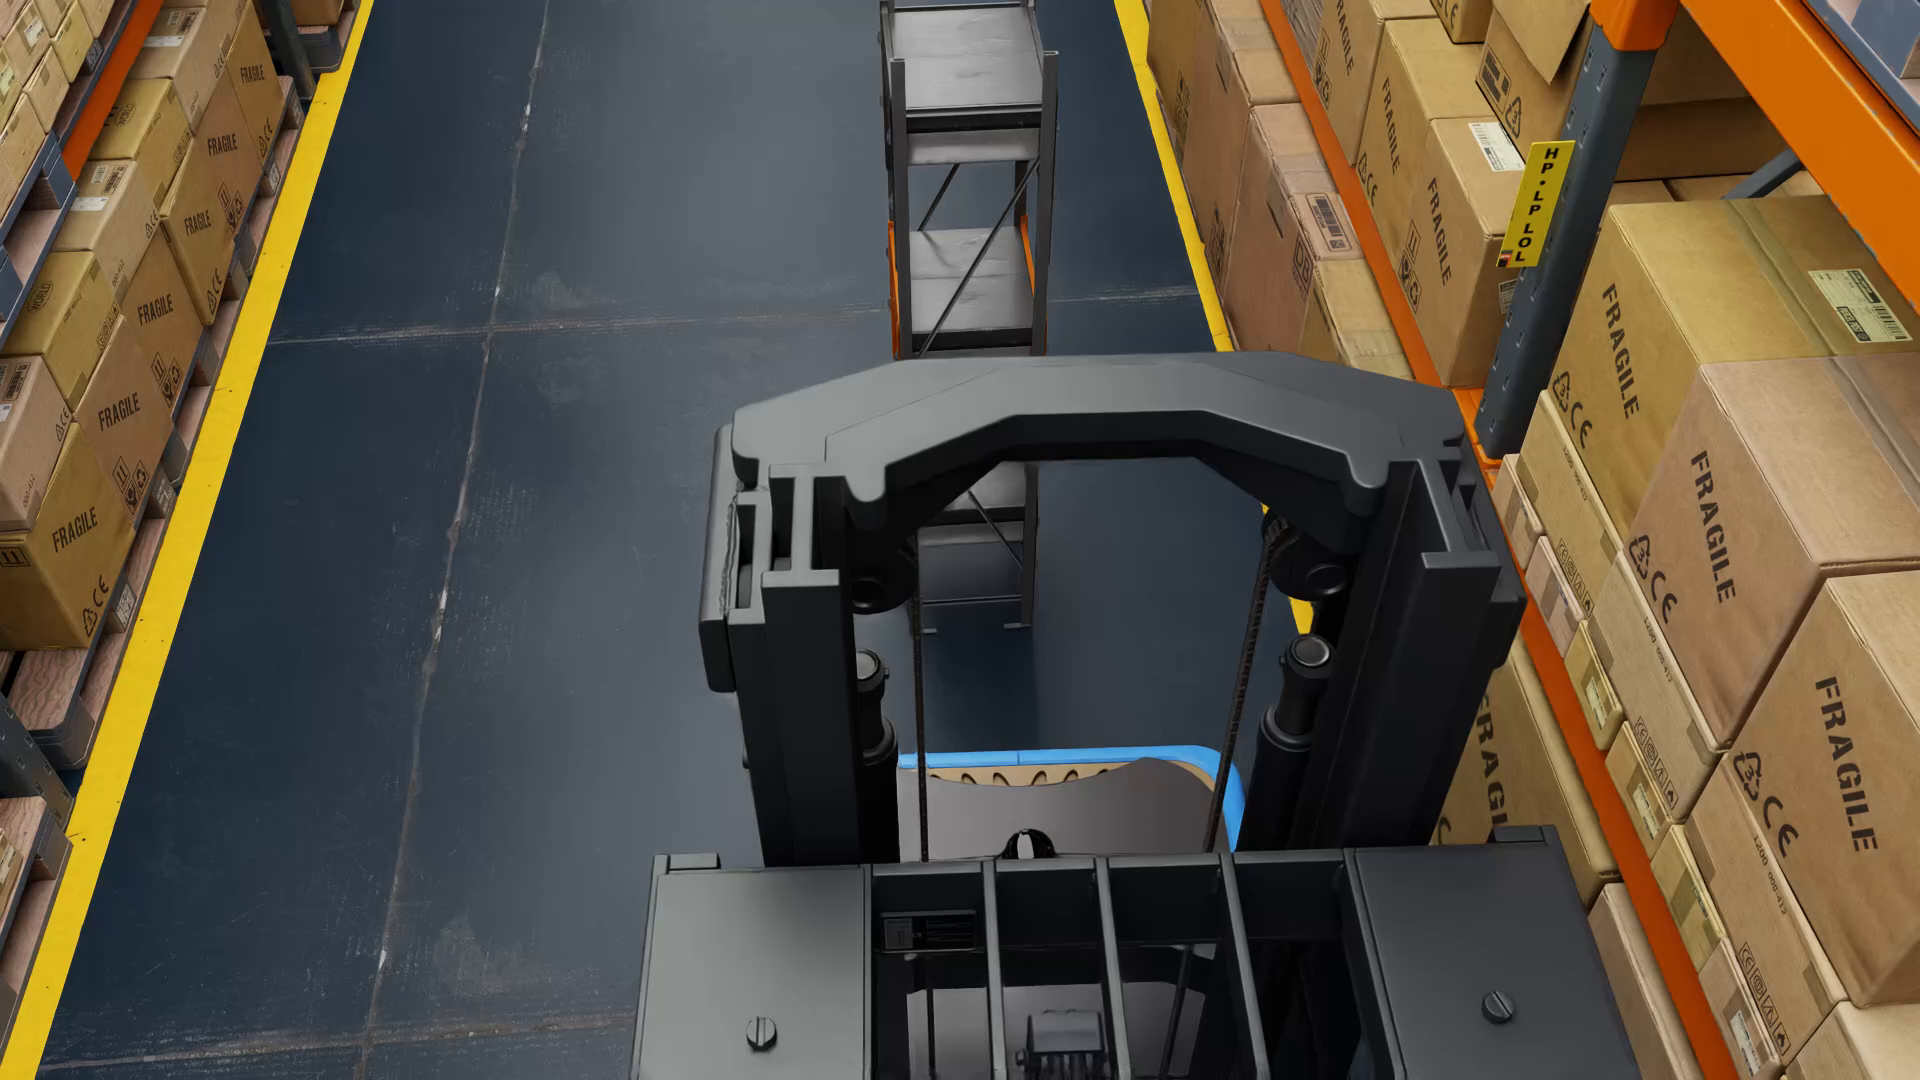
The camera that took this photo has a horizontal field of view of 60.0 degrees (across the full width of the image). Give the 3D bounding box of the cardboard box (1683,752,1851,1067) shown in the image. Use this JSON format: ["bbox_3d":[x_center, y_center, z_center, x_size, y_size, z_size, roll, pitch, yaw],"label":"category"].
[{"bbox_3d":[1.662,0.642,2.975,0.500,0.250,0.500,-2,47,-2],"label":"cardboard box"}]

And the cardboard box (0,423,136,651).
[{"bbox_3d":[-2.951,-0.005,5.121,0.500,0.500,0.500,-2,47,-2],"label":"cardboard box"}]

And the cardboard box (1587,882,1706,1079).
[{"bbox_3d":[1.849,1.322,3.606,0.875,0.875,0.875,-3,47,-3],"label":"cardboard box"}]

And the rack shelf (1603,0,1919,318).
[{"bbox_3d":[1.965,0.265,1.863,1.077,0.370,4.000,-3,47,-3],"label":"rack shelf"}]

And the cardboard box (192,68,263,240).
[{"bbox_3d":[-3.133,-1.512,6.549,0.500,0.500,0.500,-2,47,-2],"label":"cardboard box"}]

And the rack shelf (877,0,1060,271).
[{"bbox_3d":[0.014,-1.074,4.376,0.431,0.518,0.480,-3,47,-3],"label":"rack shelf"}]

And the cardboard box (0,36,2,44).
[{"bbox_3d":[-2.794,-1.313,4.402,0.380,0.149,0.250,-4,47,-4],"label":"cardboard box"}]

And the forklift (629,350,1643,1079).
[{"bbox_3d":[0.188,1.285,2.514,1.130,2.935,3.031,-2,47,-2],"label":"forklift"}]

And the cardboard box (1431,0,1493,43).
[{"bbox_3d":[1.690,-1.736,4.569,0.797,0.503,0.637,-3,47,-3],"label":"cardboard box"}]

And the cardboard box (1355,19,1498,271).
[{"bbox_3d":[1.452,-1.113,4.669,0.500,0.500,0.500,-2,47,-2],"label":"cardboard box"}]

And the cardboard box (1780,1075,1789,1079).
[{"bbox_3d":[1.623,1.050,2.862,0.380,0.149,0.250,-5,47,-4],"label":"cardboard box"}]

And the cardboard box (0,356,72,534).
[{"bbox_3d":[-2.952,-0.263,4.849,0.500,0.250,0.500,-5,47,-5],"label":"cardboard box"}]

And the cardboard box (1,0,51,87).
[{"bbox_3d":[-2.820,-1.400,4.689,0.380,0.149,0.250,-2,47,-2],"label":"cardboard box"}]

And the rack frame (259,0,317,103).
[{"bbox_3d":[-3.488,-3.064,6.586,1.000,3.000,0.127,-3,47,-3],"label":"rack frame"}]

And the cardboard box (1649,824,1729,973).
[{"bbox_3d":[1.581,0.678,3.215,0.380,0.149,0.250,-4,47,-4],"label":"cardboard box"}]

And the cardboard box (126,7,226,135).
[{"bbox_3d":[-3.116,-1.763,6.270,0.500,0.250,0.500,-3,47,-3],"label":"cardboard box"}]

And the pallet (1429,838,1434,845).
[{"bbox_3d":[1.784,1.116,4.548,1.003,0.211,1.213,-3,47,-3],"label":"pallet"}]

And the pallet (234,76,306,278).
[{"bbox_3d":[-3.424,-1.539,7.063,1.003,0.211,1.213,-3,47,-3],"label":"pallet"}]

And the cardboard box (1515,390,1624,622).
[{"bbox_3d":[1.576,-0.093,3.670,0.500,0.250,0.500,-4,47,-4],"label":"cardboard box"}]

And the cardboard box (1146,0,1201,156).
[{"bbox_3d":[1.500,-2.205,6.947,1.225,0.875,0.875,-5,47,-5],"label":"cardboard box"}]

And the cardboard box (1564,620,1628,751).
[{"bbox_3d":[1.536,0.303,3.570,0.380,0.149,0.250,-2,47,-2],"label":"cardboard box"}]

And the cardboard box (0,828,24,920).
[{"bbox_3d":[-2.781,0.929,4.478,0.380,0.149,0.250,-3,47,-3],"label":"cardboard box"}]

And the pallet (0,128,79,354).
[{"bbox_3d":[-3.072,-0.666,4.447,1.003,0.211,1.213,-3,47,-3],"label":"pallet"}]

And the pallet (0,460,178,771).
[{"bbox_3d":[-3.220,0.226,5.391,1.003,0.211,1.213,-3,47,-3],"label":"pallet"}]

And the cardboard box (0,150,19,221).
[{"bbox_3d":[-2.774,-0.922,4.441,0.380,0.149,0.250,-3,47,-3],"label":"cardboard box"}]

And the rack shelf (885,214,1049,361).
[{"bbox_3d":[0.014,-0.593,4.884,0.431,0.518,0.480,-3,47,-3],"label":"rack shelf"}]

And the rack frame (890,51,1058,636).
[{"bbox_3d":[0.034,-0.426,4.707,0.400,2.100,0.015,-3,47,-3],"label":"rack frame"}]

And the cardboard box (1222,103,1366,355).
[{"bbox_3d":[1.649,-0.920,5.730,1.225,0.875,0.875,-5,47,-5],"label":"cardboard box"}]

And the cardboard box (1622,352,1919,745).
[{"bbox_3d":[1.617,0.012,3.054,0.500,0.500,0.500,-3,47,-3],"label":"cardboard box"}]

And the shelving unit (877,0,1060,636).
[{"bbox_3d":[0.014,-0.602,4.874,0.431,2.100,0.503,-3,47,-3],"label":"shelving unit"}]

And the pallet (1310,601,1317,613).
[{"bbox_3d":[1.658,0.007,5.598,1.003,0.211,1.213,-3,47,-3],"label":"pallet"}]

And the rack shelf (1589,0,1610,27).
[{"bbox_3d":[1.631,-2.629,4.604,1.077,0.370,4.000,-3,47,-3],"label":"rack shelf"}]

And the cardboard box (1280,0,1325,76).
[{"bbox_3d":[1.364,-1.853,5.370,0.500,0.500,0.500,-3,47,-3],"label":"cardboard box"}]

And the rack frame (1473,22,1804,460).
[{"bbox_3d":[1.798,-0.398,4.061,1.000,3.000,0.127,-3,47,-3],"label":"rack frame"}]

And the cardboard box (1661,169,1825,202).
[{"bbox_3d":[2.009,-0.780,4.354,0.500,0.500,0.500,-3,47,-3],"label":"cardboard box"}]

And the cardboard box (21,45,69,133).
[{"bbox_3d":[-2.815,-1.288,4.788,0.380,0.149,0.250,-5,47,-5],"label":"cardboard box"}]

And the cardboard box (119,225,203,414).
[{"bbox_3d":[-3.054,-0.766,5.842,0.500,0.500,0.500,-3,47,-3],"label":"cardboard box"}]

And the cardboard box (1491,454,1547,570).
[{"bbox_3d":[1.491,-0.077,3.930,0.380,0.149,0.250,-3,47,-3],"label":"cardboard box"}]

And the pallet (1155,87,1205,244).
[{"bbox_3d":[1.454,-1.758,7.270,1.003,0.211,1.213,-3,47,-3],"label":"pallet"}]

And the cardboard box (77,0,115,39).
[{"bbox_3d":[-2.860,-1.668,5.147,0.380,0.149,0.250,-5,47,-5],"label":"cardboard box"}]

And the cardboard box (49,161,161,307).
[{"bbox_3d":[-3.037,-1.018,5.564,0.500,0.250,0.500,-2,47,-2],"label":"cardboard box"}]
